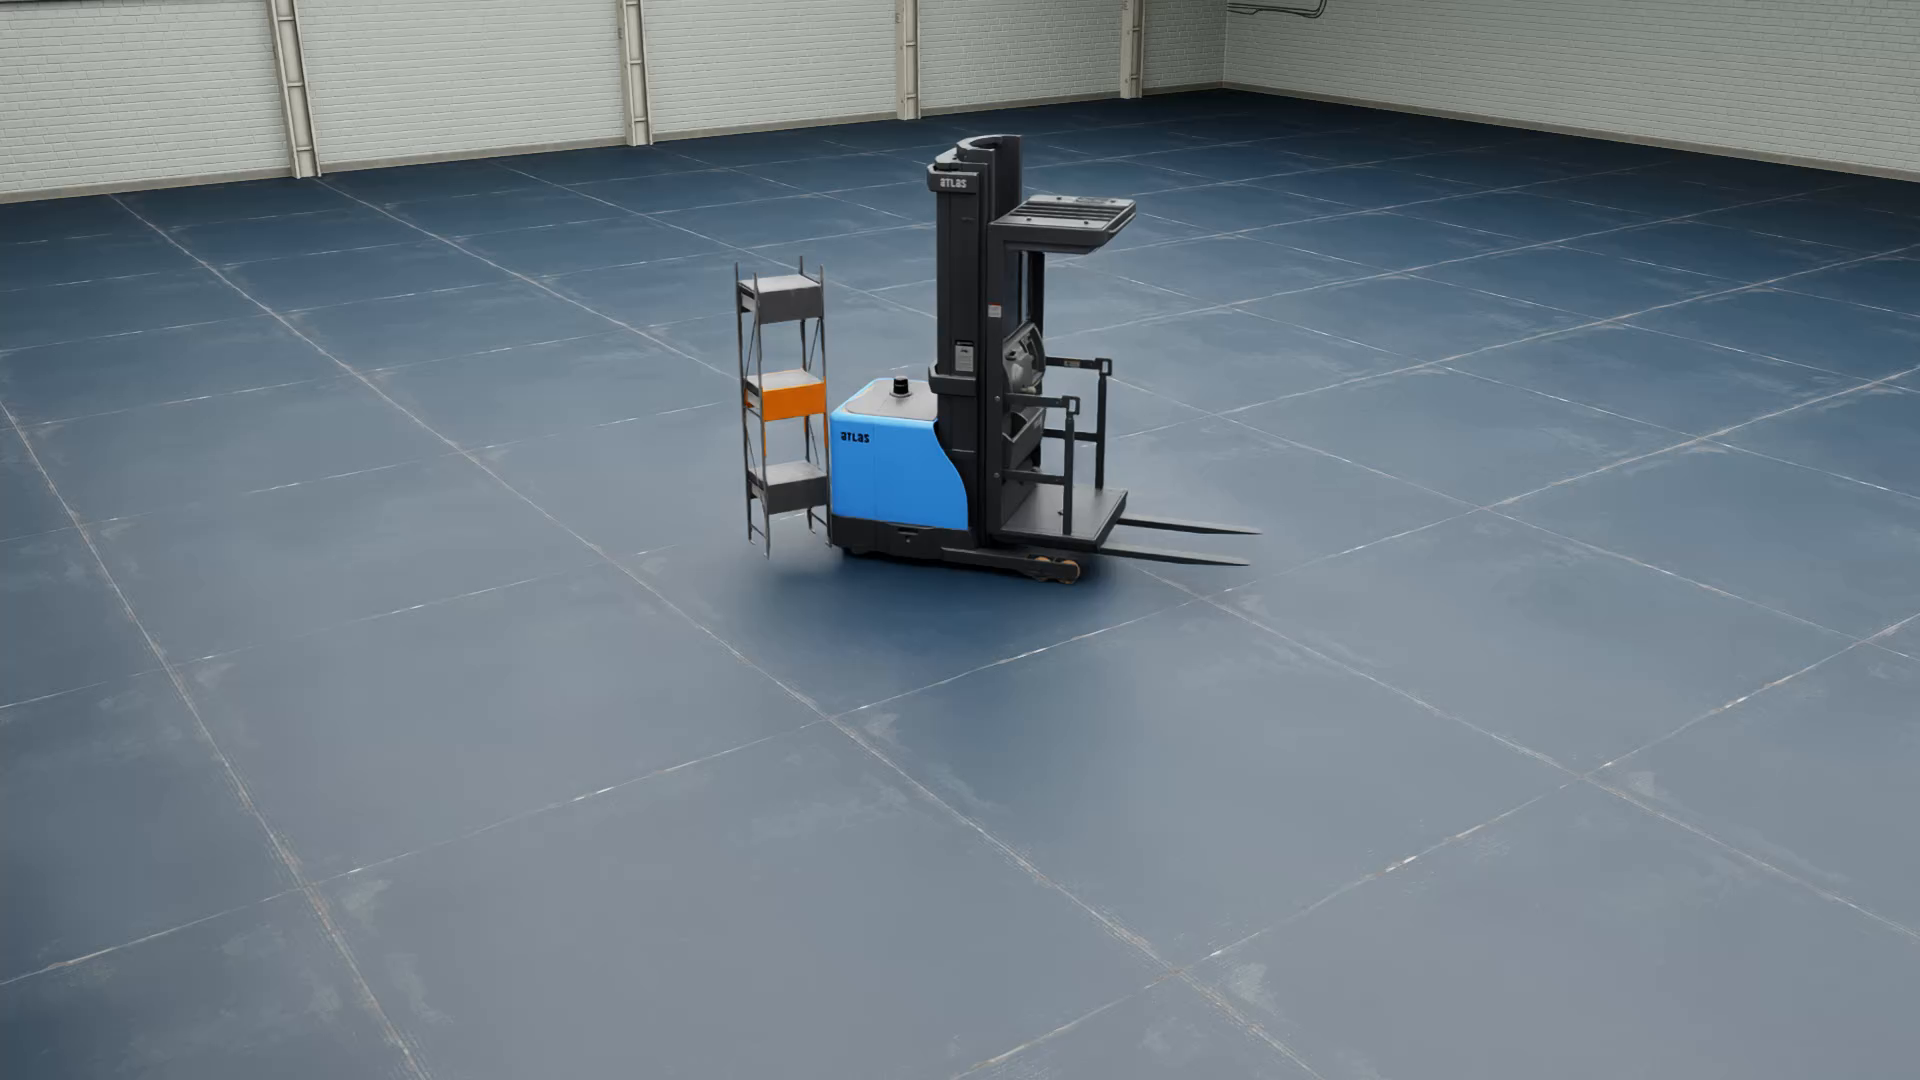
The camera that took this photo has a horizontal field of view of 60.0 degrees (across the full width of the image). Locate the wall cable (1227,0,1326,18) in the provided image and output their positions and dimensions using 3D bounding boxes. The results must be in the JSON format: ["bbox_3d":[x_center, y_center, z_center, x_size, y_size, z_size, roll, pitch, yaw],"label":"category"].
[{"bbox_3d":[6.984,-12.885,36.735,0.112,2.526,3.097,-15,26,-33],"label":"wall cable"}]

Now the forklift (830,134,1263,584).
[{"bbox_3d":[0.638,-1.271,11.627,3.031,2.935,1.130,7,23,16],"label":"forklift"}]

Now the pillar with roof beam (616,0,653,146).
[{"bbox_3d":[-3.407,-10.195,25.804,0.400,9.000,9.100,-15,26,-33],"label":"pillar with roof beam"}]

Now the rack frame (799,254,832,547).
[{"bbox_3d":[-1.047,-0.991,12.047,0.015,2.100,0.400,-11,24,-26],"label":"rack frame"}]

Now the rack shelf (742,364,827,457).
[{"bbox_3d":[-1.262,-0.936,11.946,0.480,0.518,0.431,-11,24,-26],"label":"rack shelf"}]

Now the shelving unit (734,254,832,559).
[{"bbox_3d":[-1.262,-0.949,11.941,0.503,2.100,0.431,-11,24,-26],"label":"shelving unit"}]

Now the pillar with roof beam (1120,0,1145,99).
[{"bbox_3d":[6.334,-12.792,32.313,0.400,9.000,9.100,-15,26,-33],"label":"pillar with roof beam"}]

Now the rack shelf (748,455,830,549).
[{"bbox_3d":[-1.262,-0.286,12.205,0.480,0.518,0.431,-11,24,-26],"label":"rack shelf"}]

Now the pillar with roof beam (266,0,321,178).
[{"bbox_3d":[-8.277,-8.896,22.549,0.400,9.000,9.100,-15,26,-33],"label":"pillar with roof beam"}]

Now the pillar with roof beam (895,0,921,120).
[{"bbox_3d":[1.464,-11.494,29.058,0.400,9.000,9.100,-15,26,-33],"label":"pillar with roof beam"}]

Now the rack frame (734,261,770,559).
[{"bbox_3d":[-1.478,-0.906,11.835,0.015,2.100,0.400,-11,24,-26],"label":"rack frame"}]

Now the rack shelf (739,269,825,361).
[{"bbox_3d":[-1.262,-1.586,11.687,0.480,0.518,0.431,-11,24,-26],"label":"rack shelf"}]
